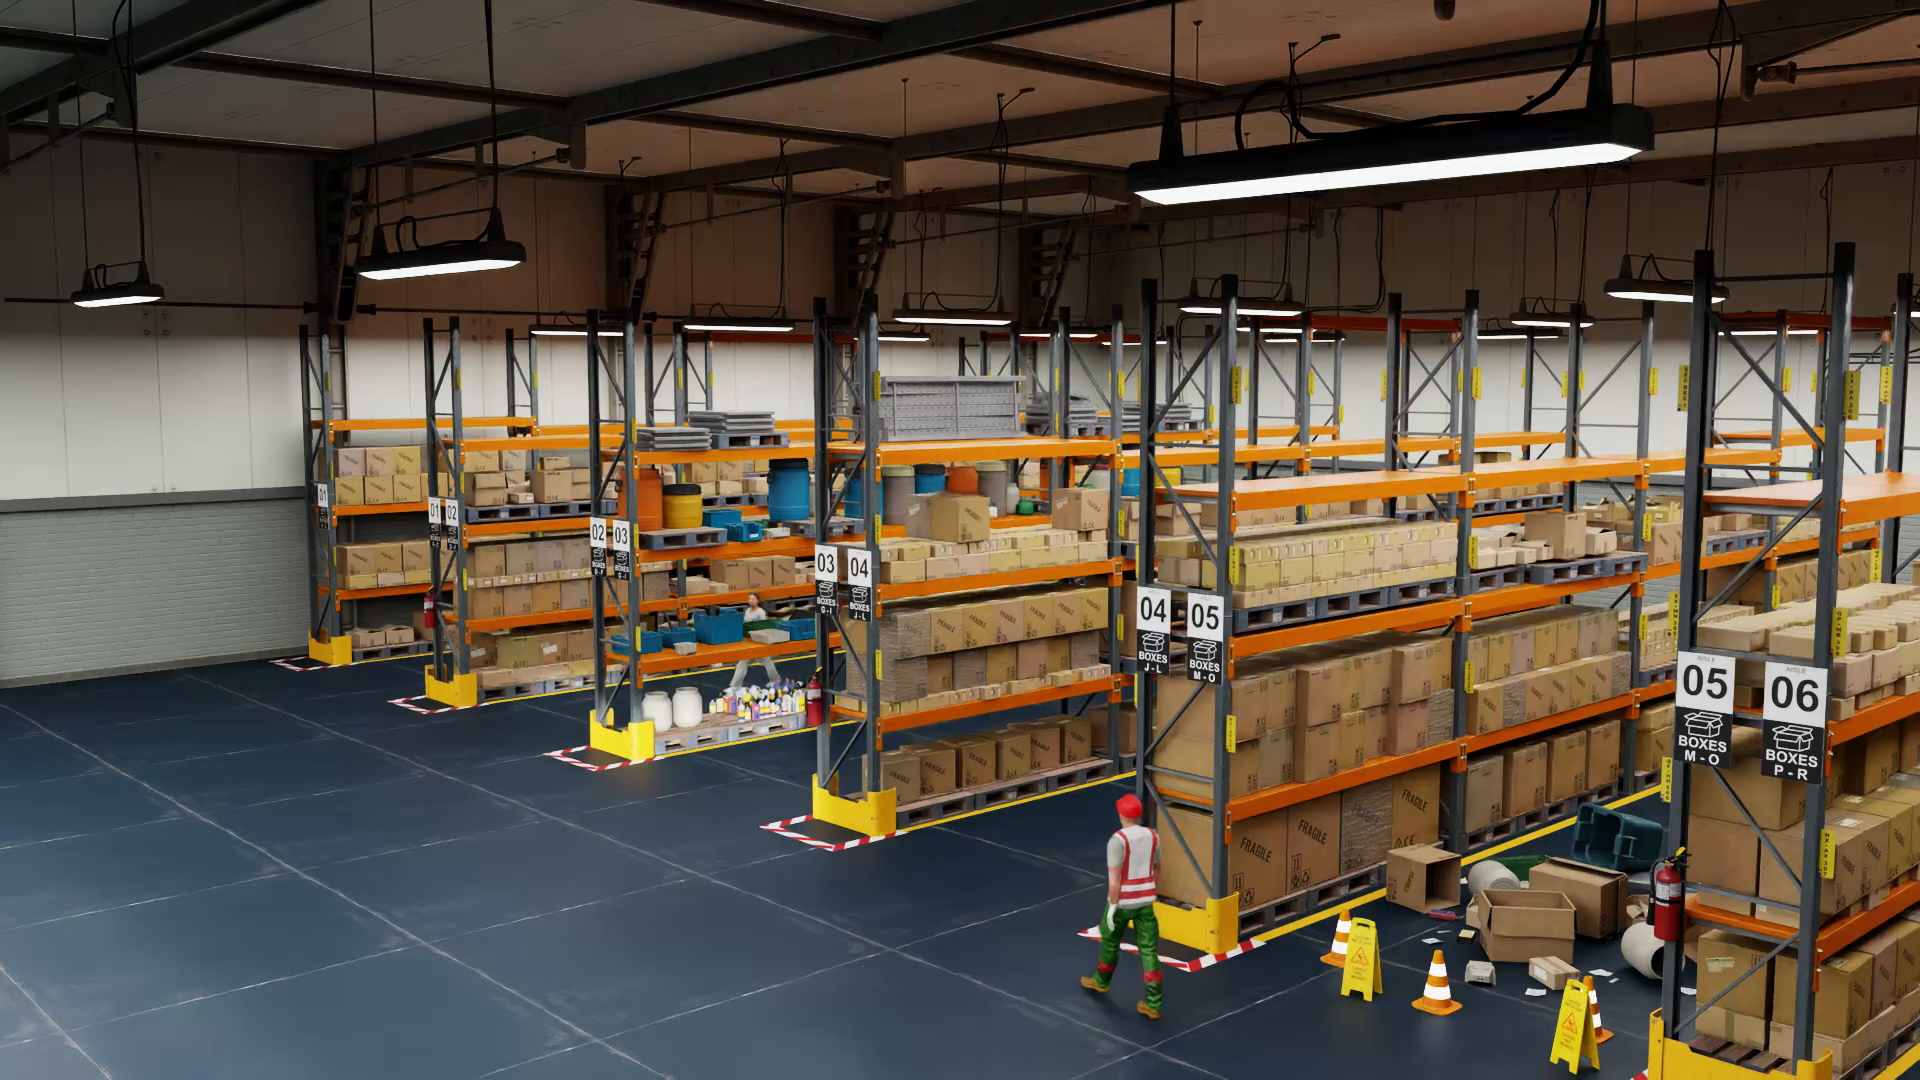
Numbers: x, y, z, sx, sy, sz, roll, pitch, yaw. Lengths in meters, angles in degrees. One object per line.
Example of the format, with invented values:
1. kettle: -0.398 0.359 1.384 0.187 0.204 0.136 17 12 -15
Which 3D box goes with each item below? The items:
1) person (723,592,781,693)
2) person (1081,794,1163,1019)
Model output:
1. person: -3.348 1.635 26.814 0.541 1.604 1.072 5 7 39
2. person: 1.366 2.910 13.539 0.584 1.725 0.986 -2 6 -23
